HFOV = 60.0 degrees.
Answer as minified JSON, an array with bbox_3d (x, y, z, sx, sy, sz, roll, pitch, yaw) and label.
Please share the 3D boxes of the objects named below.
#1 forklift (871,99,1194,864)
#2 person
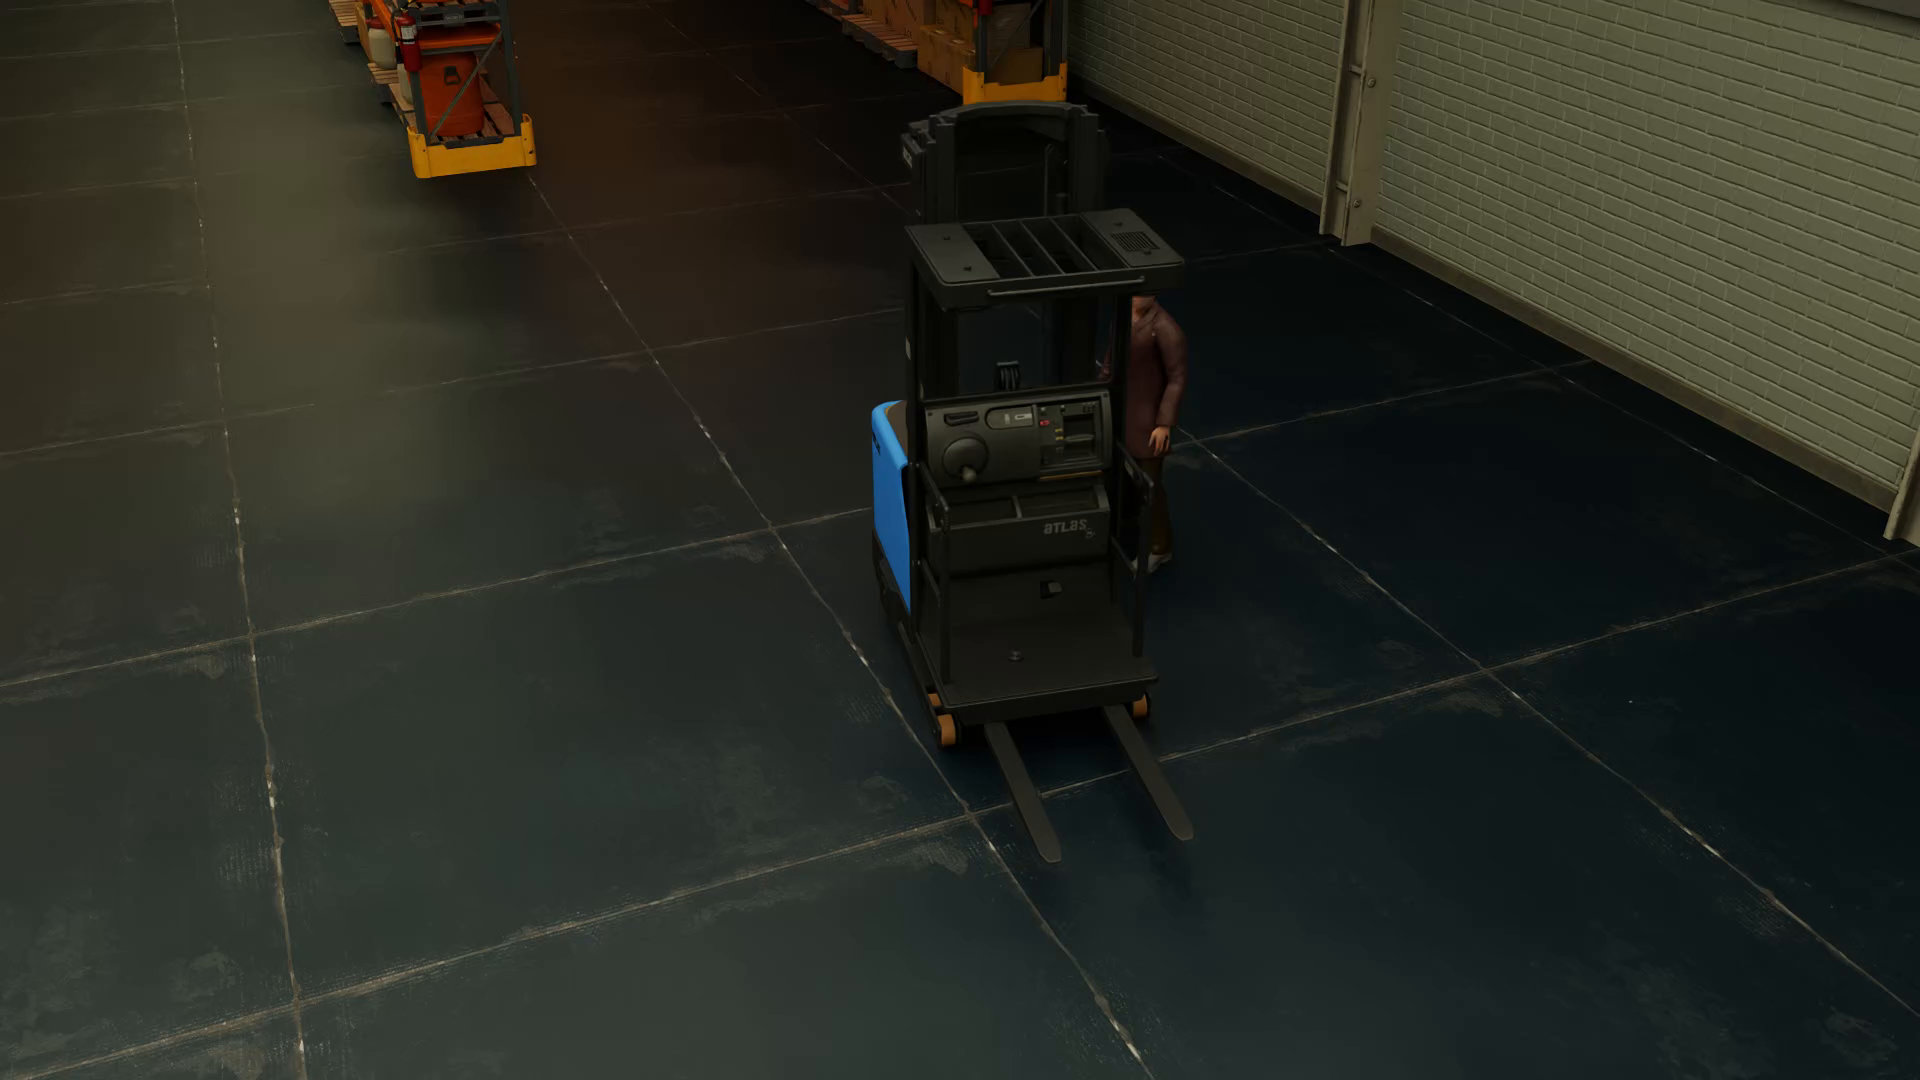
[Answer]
[{"bbox_3d":[0.344,-0.452,7.911,1.130,2.935,3.031,-7,31,-12],"label":"forklift"},{"bbox_3d":[0.999,-0.745,9.609,0.453,1.753,0.817,-18,34,-28],"label":"person"}]
